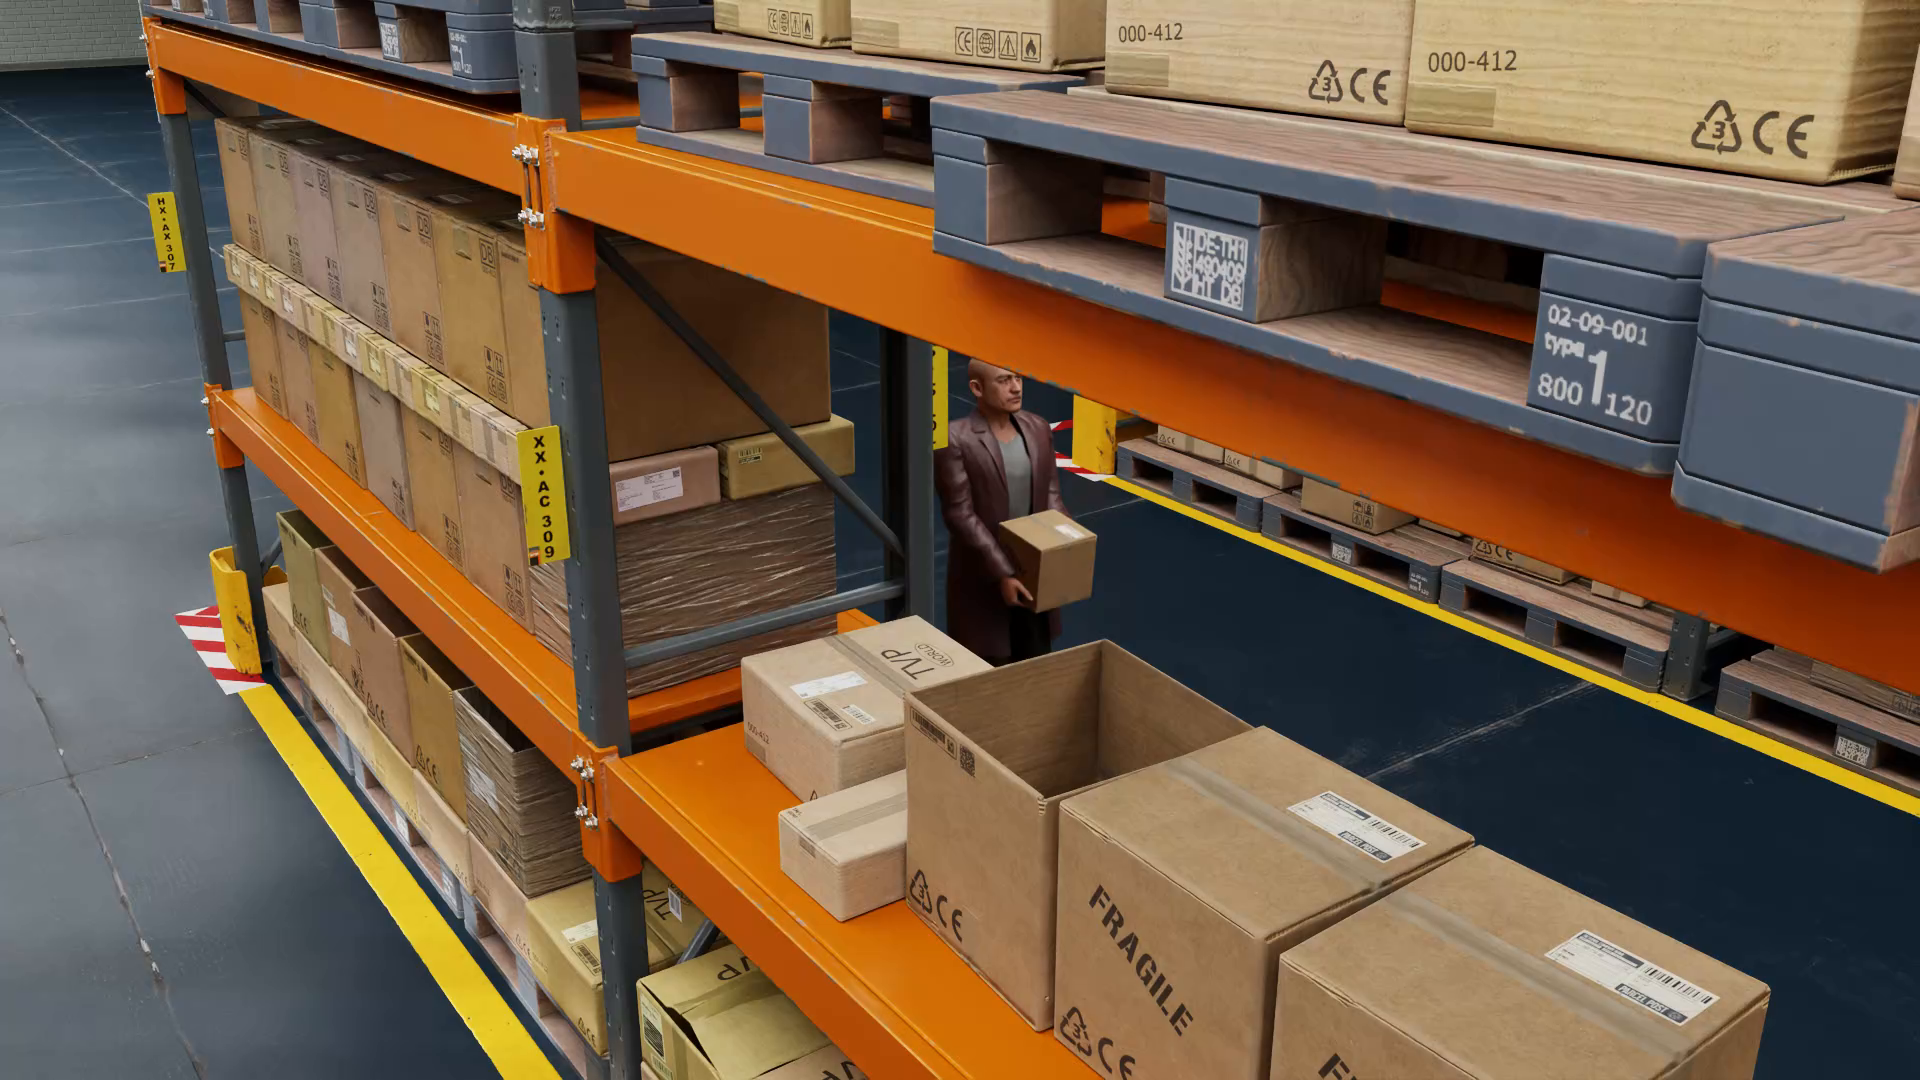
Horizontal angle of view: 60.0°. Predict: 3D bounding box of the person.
[{"bbox_3d":[0.209,0.190,6.118,0.527,1.769,0.562,-14,25,-32],"label":"person"}]
